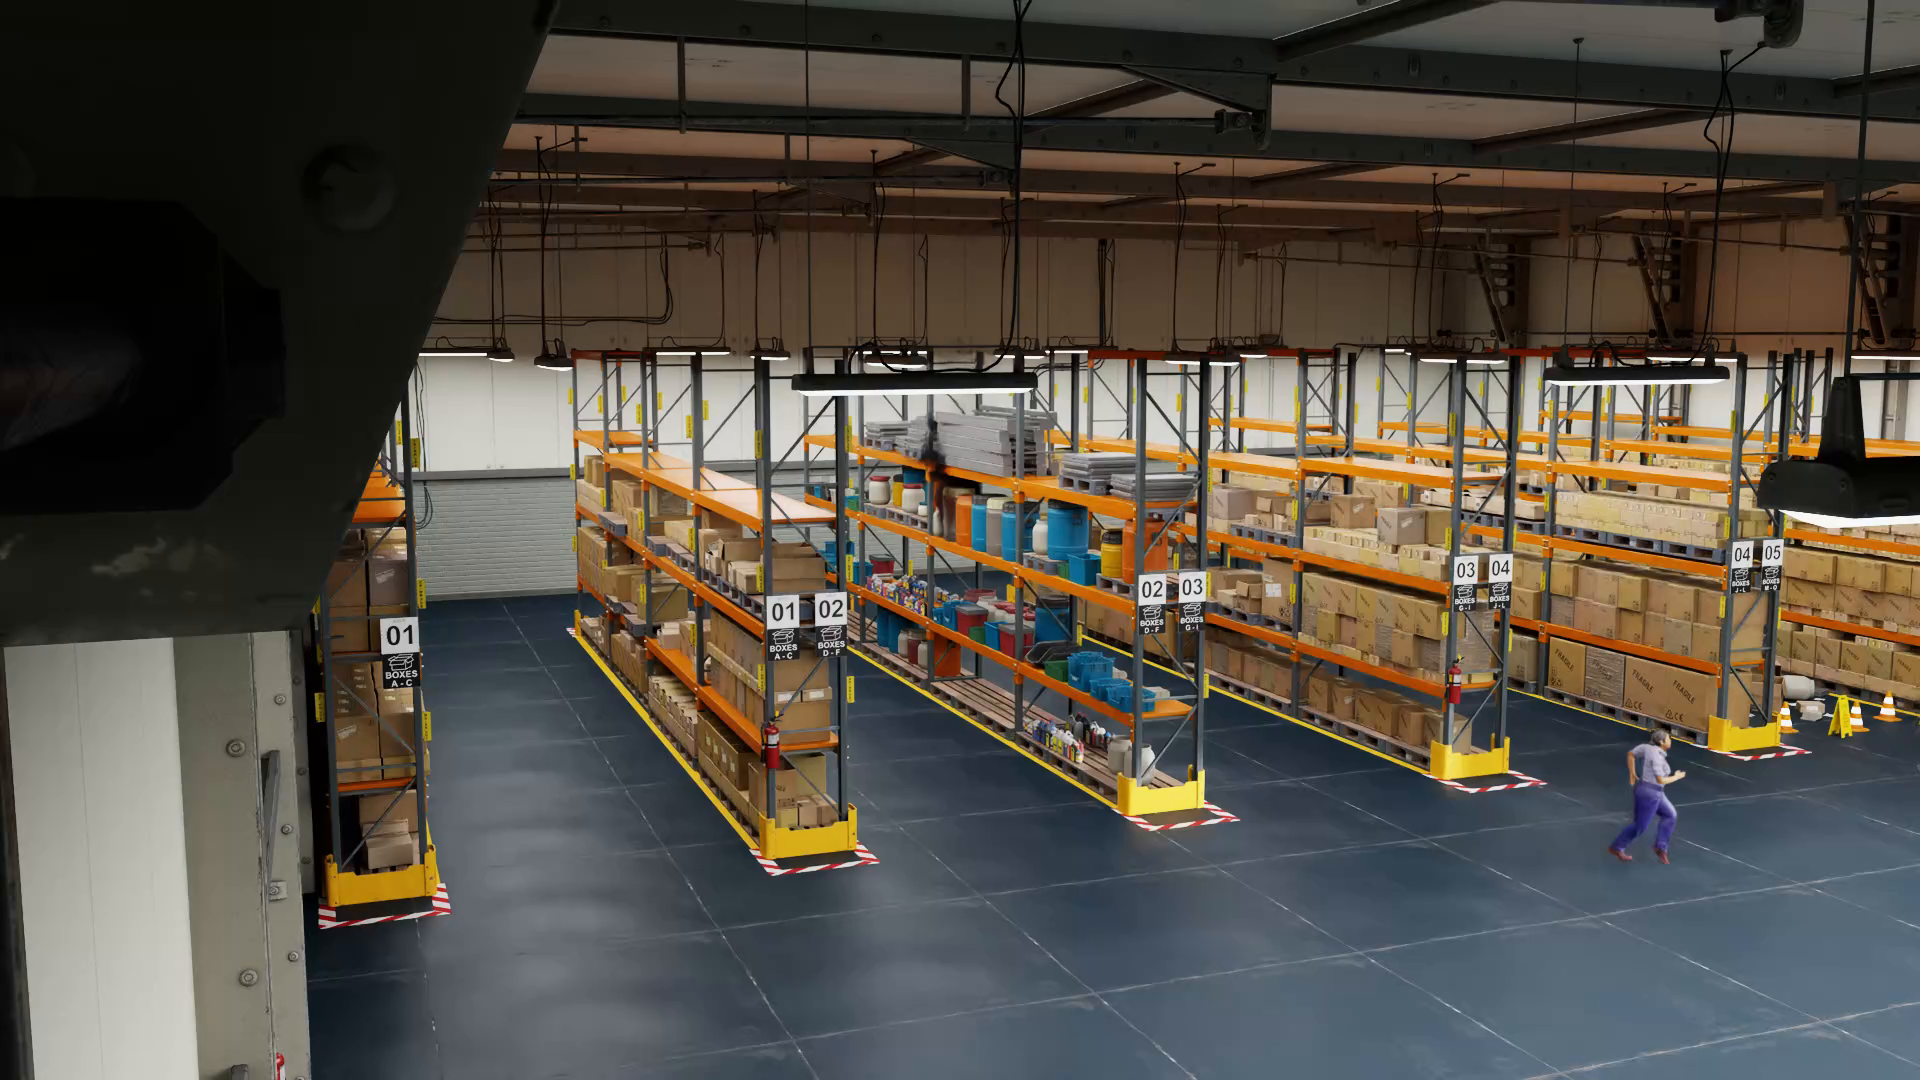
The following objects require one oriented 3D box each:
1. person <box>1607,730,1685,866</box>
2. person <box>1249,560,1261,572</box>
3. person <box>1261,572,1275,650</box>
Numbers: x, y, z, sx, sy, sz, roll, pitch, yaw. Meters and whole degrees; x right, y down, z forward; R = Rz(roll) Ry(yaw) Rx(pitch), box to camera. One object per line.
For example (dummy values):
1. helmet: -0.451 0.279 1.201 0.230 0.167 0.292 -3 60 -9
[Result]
1. person: 8.175 3.074 19.812 0.822 1.679 0.626 2 7 13
2. person: 7.324 0.391 41.265 0.722 1.686 0.606 7 10 44
3. person: 6.308 1.279 33.602 0.668 1.840 0.788 -3 8 -23
